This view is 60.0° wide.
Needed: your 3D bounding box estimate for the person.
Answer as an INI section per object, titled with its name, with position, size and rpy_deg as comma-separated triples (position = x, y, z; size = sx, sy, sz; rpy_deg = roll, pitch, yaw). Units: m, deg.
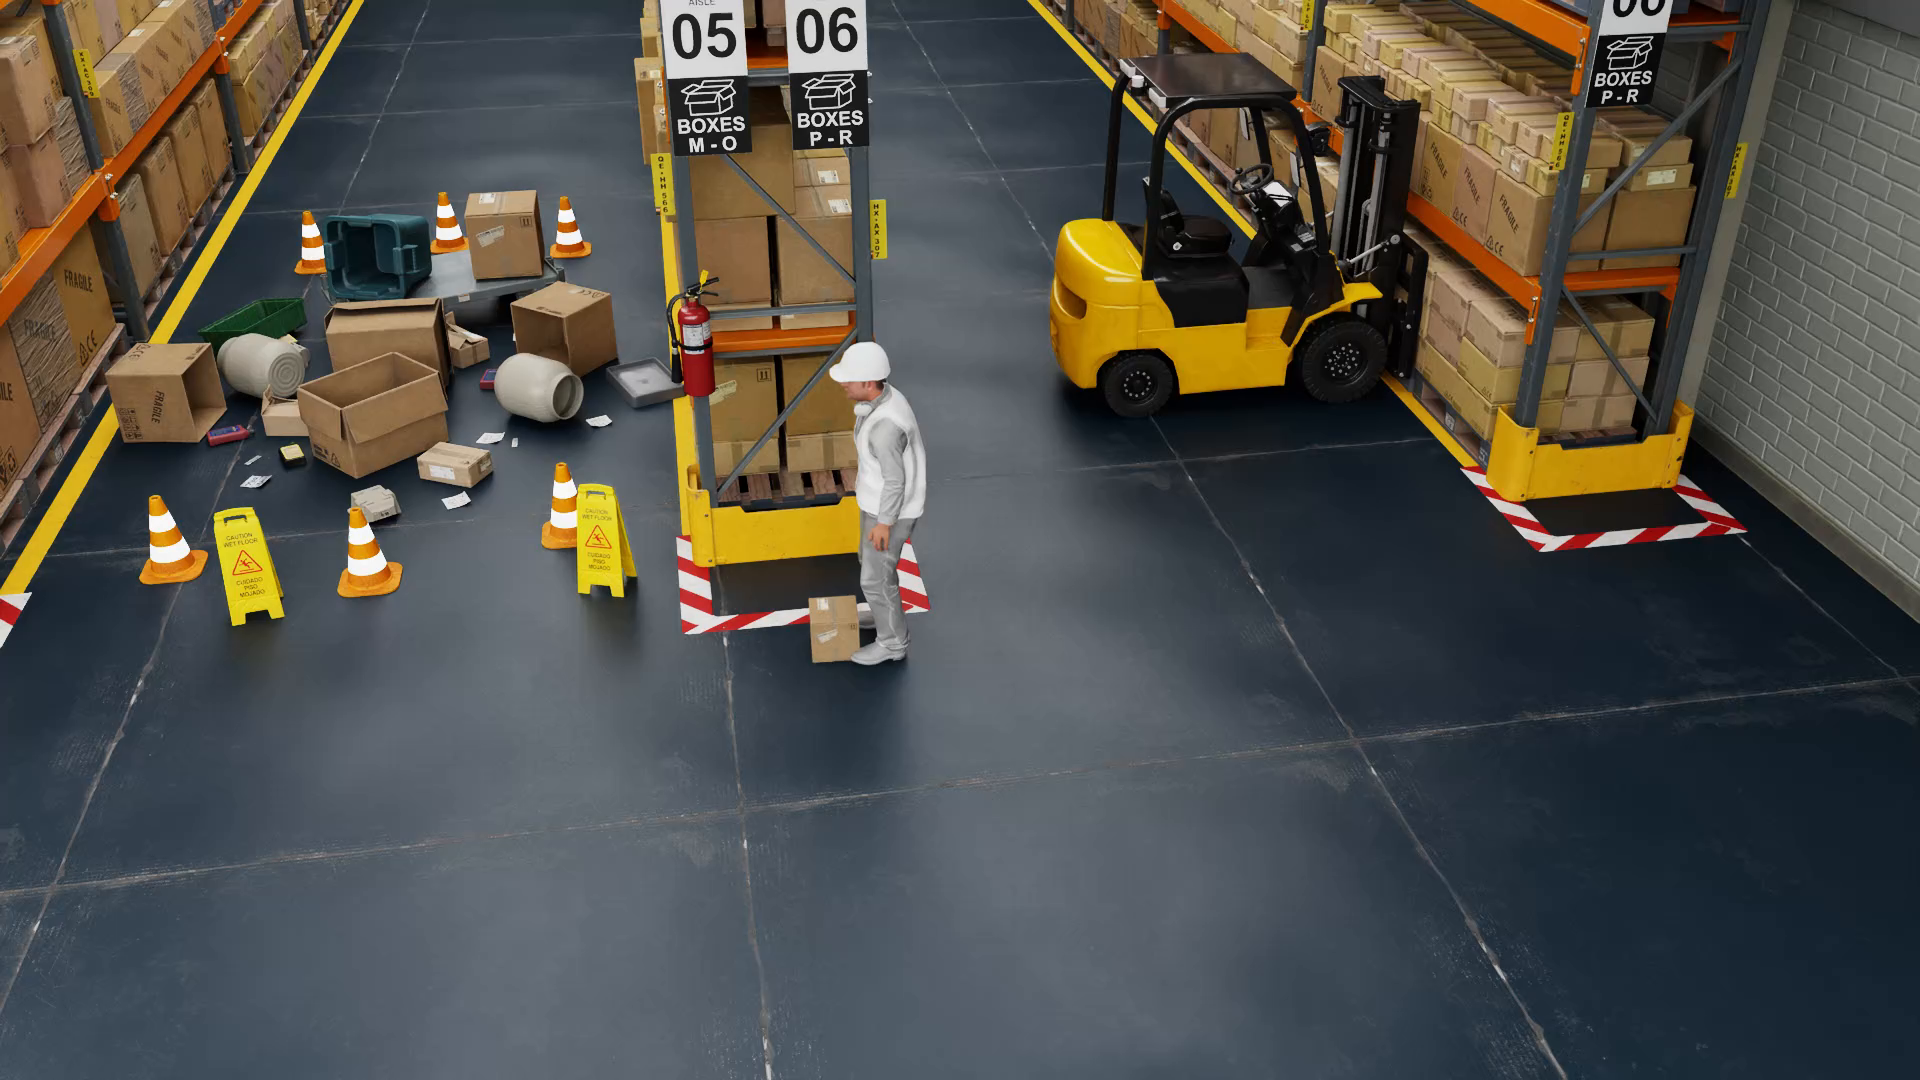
[person]
position = -0.405, -0.196, 8.448
size = 0.465, 1.767, 0.590
rpy_deg = -4, 31, -8
